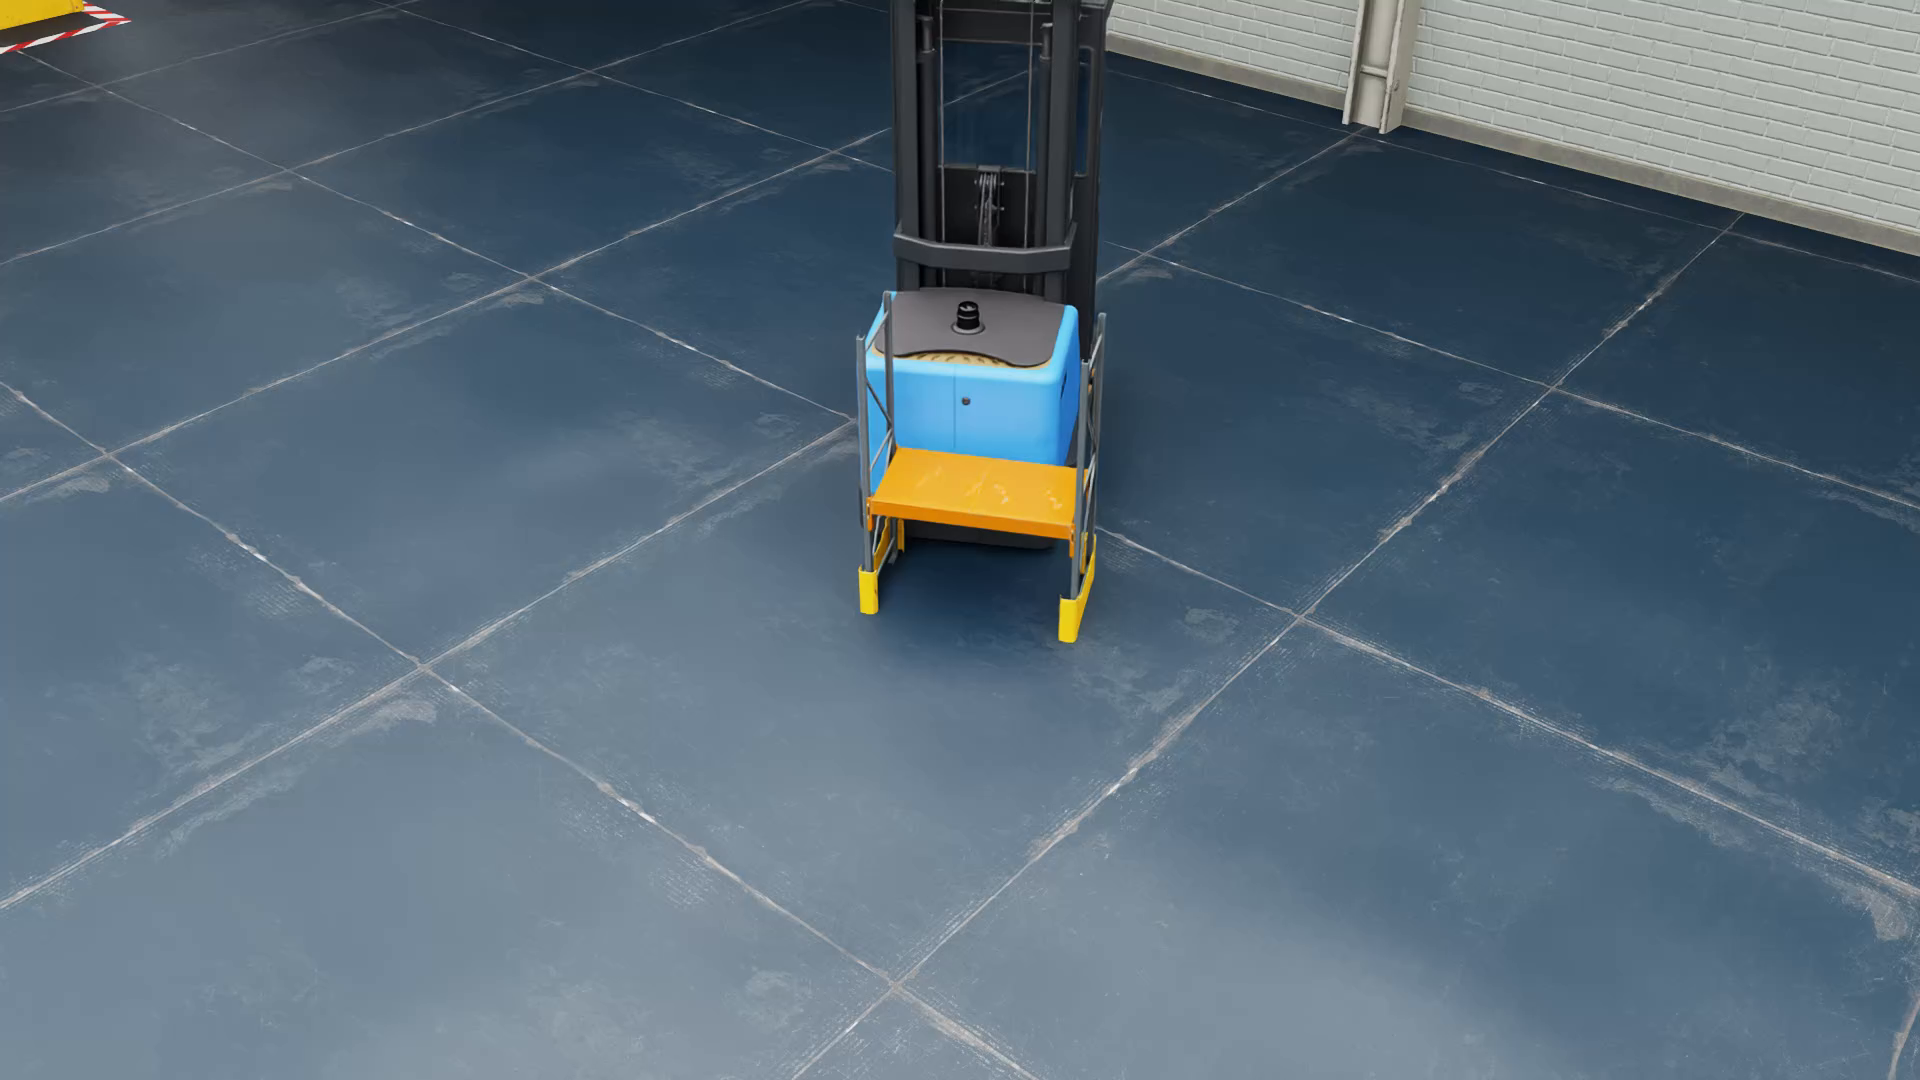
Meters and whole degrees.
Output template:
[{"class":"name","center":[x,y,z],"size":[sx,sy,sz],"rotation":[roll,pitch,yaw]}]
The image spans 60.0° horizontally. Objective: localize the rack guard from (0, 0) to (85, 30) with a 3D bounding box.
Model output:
[{"class":"rack guard","center":[-9.082,-5.227,15.920],"size":[0.348,0.500,1.175],"rotation":[25,42,32]}]

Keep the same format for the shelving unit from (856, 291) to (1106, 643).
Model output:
[{"class":"shelving unit","center":[0.094,-0.349,7.934],"size":[1.083,1.500,0.587],"rotation":[8,35,11]}]

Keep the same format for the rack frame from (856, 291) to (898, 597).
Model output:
[{"class":"rack frame","center":[-0.392,-0.413,8.027],"size":[0.032,1.500,0.500],"rotation":[8,35,11]}]

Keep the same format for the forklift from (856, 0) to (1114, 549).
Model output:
[{"class":"forklift","center":[0.233,-1.988,9.056],"size":[1.130,2.935,3.031],"rotation":[6,35,8]}]

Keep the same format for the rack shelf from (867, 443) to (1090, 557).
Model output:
[{"class":"rack shelf","center":[0.103,-0.200,8.034],"size":[1.000,0.185,0.538],"rotation":[8,35,11]}]

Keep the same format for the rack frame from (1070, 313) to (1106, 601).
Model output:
[{"class":"rack frame","center":[0.598,-0.283,7.837],"size":[0.032,1.500,0.500],"rotation":[8,35,11]}]

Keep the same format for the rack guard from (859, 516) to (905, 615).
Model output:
[{"class":"rack guard","center":[-0.391,0.102,8.381],"size":[0.087,0.250,0.587],"rotation":[8,35,11]}]

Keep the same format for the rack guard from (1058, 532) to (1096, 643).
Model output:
[{"class":"rack guard","center":[0.579,0.230,8.195],"size":[0.087,0.250,0.587],"rotation":[8,35,11]}]

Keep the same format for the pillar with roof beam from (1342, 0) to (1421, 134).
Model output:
[{"class":"pillar with roof beam","center":[0.659,-5.289,8.502],"size":[0.400,9.000,9.100],"rotation":[25,42,32]}]
